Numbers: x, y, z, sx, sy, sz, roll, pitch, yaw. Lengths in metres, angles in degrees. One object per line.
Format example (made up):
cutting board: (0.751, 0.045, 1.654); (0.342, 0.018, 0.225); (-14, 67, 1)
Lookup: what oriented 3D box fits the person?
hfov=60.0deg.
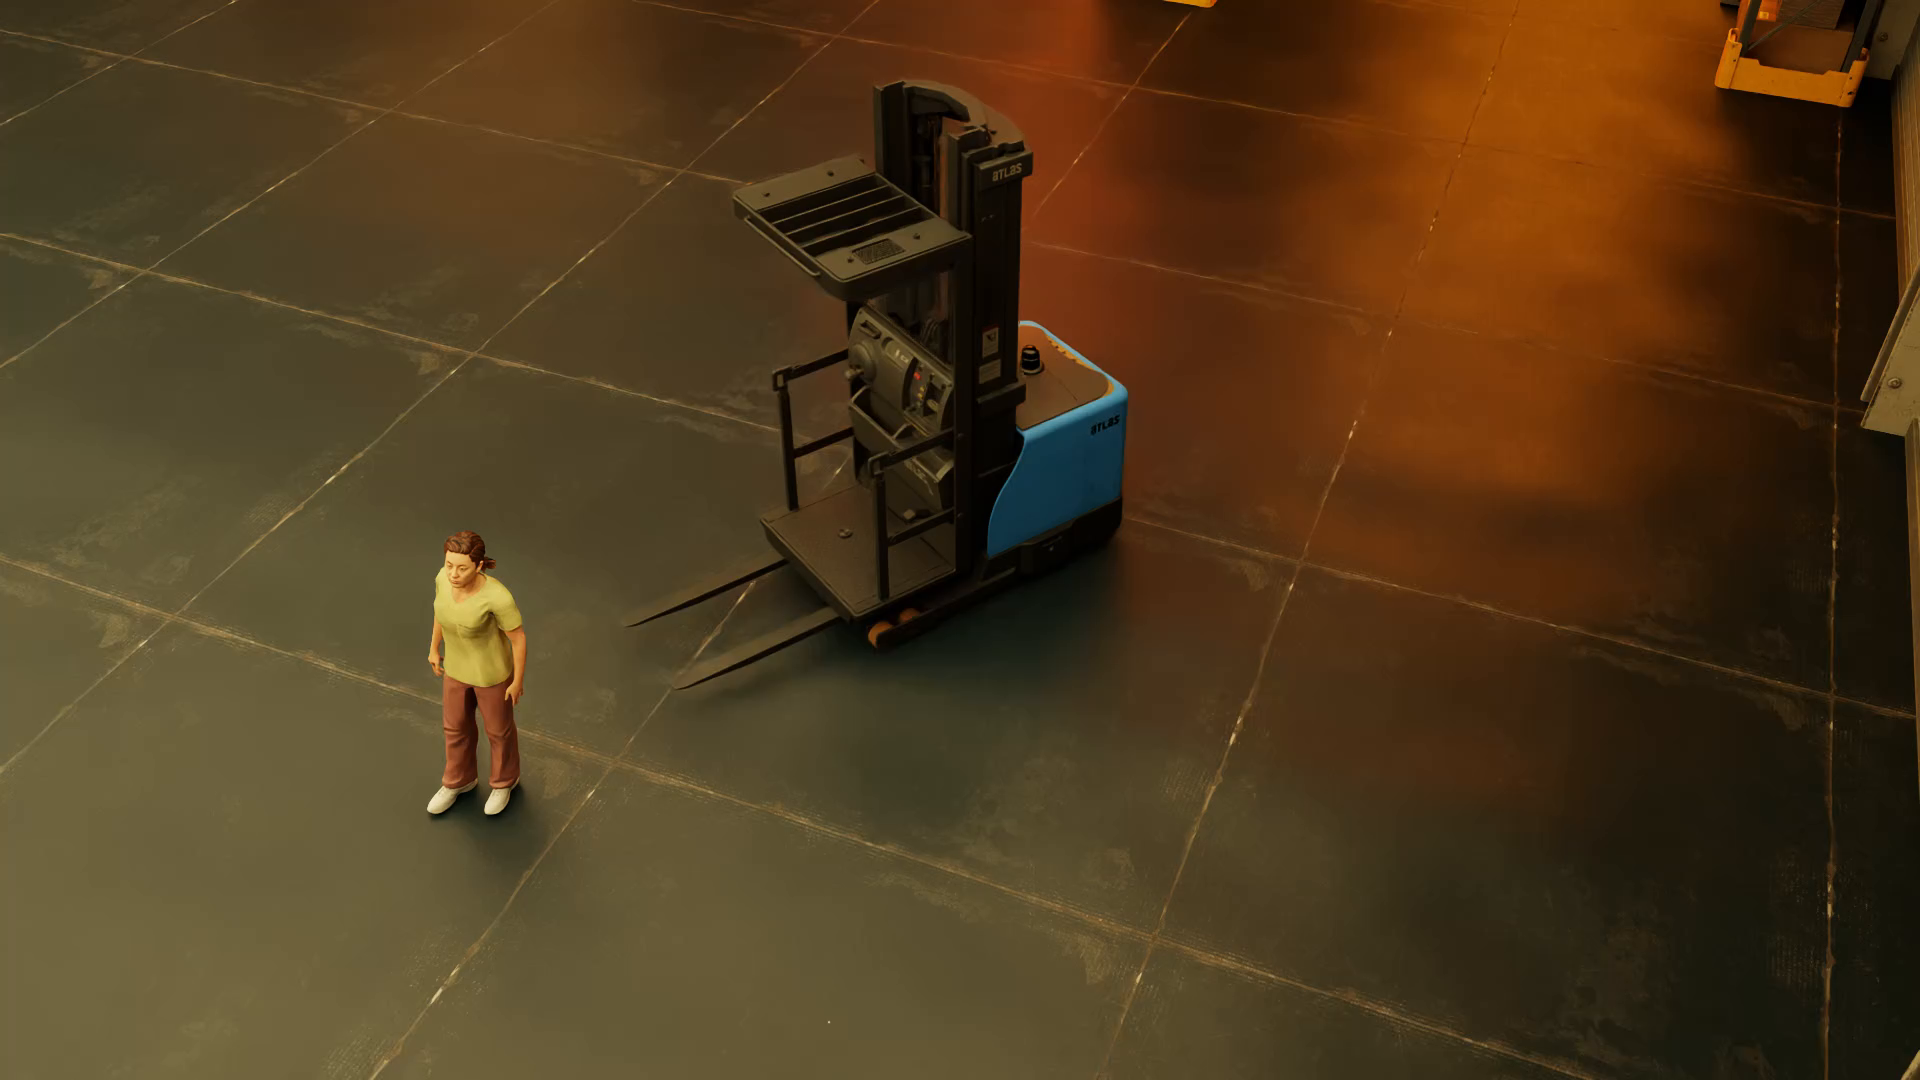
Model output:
person: (-2.404, 0.682, 8.157); (0.554, 1.673, 0.548); (16, 42, 18)

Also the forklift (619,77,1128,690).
forklift: (-0.500, -0.881, 9.058); (3.031, 2.935, 1.130); (-24, 46, -26)
